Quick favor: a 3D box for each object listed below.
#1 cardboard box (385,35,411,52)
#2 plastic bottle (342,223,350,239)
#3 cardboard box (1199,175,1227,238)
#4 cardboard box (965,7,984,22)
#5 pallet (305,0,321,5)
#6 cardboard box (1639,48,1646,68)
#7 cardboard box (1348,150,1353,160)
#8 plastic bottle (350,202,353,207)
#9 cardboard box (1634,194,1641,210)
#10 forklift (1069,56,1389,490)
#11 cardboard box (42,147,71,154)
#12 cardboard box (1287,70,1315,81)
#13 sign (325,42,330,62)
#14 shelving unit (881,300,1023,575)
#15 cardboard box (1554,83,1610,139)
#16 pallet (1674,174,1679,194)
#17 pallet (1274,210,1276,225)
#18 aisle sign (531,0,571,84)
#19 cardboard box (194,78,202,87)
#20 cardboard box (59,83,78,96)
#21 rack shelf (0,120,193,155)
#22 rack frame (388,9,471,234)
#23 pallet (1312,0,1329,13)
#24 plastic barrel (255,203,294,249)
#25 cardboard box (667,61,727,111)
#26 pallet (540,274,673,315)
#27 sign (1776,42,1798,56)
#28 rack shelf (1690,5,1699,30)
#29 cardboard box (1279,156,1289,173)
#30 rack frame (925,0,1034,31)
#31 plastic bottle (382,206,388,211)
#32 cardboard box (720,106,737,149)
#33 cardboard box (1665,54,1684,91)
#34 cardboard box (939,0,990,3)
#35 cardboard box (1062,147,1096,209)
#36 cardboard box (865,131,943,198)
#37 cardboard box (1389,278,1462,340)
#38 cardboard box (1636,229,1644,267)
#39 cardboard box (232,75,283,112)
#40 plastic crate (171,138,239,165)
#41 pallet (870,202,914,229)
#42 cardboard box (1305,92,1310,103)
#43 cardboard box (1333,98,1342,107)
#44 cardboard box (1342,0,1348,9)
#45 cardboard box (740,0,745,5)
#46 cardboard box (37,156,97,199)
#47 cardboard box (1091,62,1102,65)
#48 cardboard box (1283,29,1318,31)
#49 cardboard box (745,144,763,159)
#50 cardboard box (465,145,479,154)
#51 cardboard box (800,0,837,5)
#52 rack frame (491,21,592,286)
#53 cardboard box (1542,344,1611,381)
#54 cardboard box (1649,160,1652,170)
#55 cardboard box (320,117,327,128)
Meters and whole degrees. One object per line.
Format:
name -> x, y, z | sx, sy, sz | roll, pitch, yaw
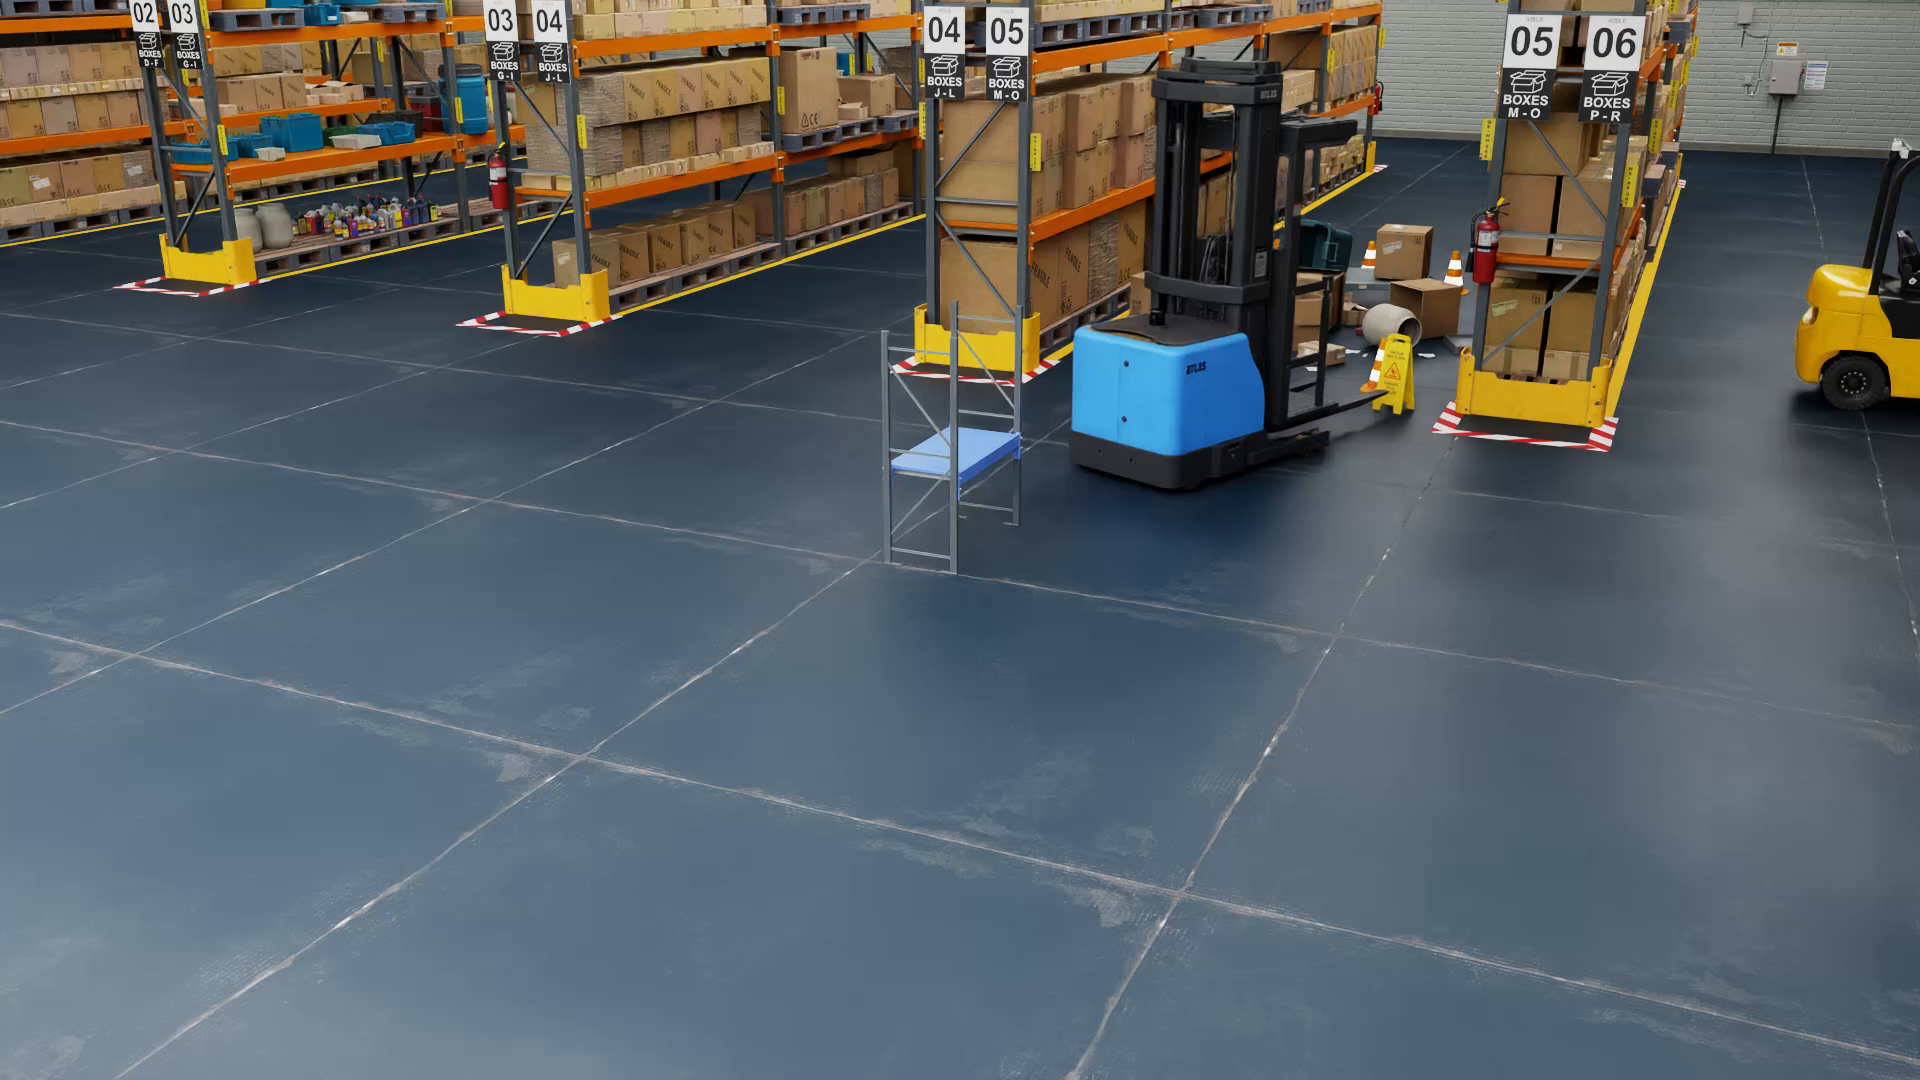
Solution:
cardboard box -> -12.131, -10.249, 34.864 | 0.980, 0.700, 0.700 | 7, 21, 20
plastic bottle -> -7.767, -3.902, 20.985 | 0.097, 0.201, 0.097 | 0, 20, 0
cardboard box -> 2.755, -4.221, 21.093 | 1.050, 0.750, 0.750 | 9, 21, 24
cardboard box -> -0.007, -4.767, 15.020 | 0.380, 0.149, 0.250 | 9, 21, 23
pallet -> -10.730, -8.359, 25.802 | 1.003, 0.211, 1.213 | 10, 22, 25
cardboard box -> 5.155, -3.783, 13.027 | 0.380, 0.149, 0.250 | 9, 21, 23
cardboard box -> 6.350, -6.446, 27.801 | 0.380, 0.149, 0.250 | 9, 21, 24
plastic bottle -> -8.091, -4.328, 22.060 | 0.061, 0.283, 0.133 | 10, 22, 25
cardboard box -> 6.412, -3.318, 16.198 | 0.380, 0.149, 0.250 | 9, 22, 24
forklift -> 2.230, -2.137, 12.603 | 3.031, 2.935, 1.130 | -18, 26, -40
cardboard box -> -15.539, -6.625, 28.194 | 0.700, 0.500, 0.500 | 9, 21, 23
cardboard box -> 5.093, -6.958, 24.918 | 0.380, 0.149, 0.250 | 10, 22, 25
sign -> -10.577, -8.177, 27.874 | 0.100, 0.325, 0.005 | 9, 21, 23
shelving unit -> -0.035, -0.681, 10.644 | 0.538, 1.500, 1.048 | 9, 21, 23
cardboard box -> 5.983, -4.207, 16.238 | 0.700, 0.500, 0.500 | 8, 21, 22
pallet -> 11.019, -5.753, 26.831 | 1.003, 0.211, 1.213 | 9, 21, 23
pallet -> 3.763, -4.450, 23.166 | 1.003, 0.211, 1.213 | 9, 21, 23
aisle sign -> -4.070, -4.956, 16.547 | 0.394, 0.787, 0.004 | 9, 21, 23
cardboard box -> -13.956, -8.381, 30.403 | 0.380, 0.149, 0.250 | 9, 22, 24
cardboard box -> -12.259, -6.145, 22.653 | 0.380, 0.149, 0.250 | 9, 22, 24
rack shelf -> -12.535, -5.424, 22.817 | 1.077, 0.370, 4.000 | 9, 21, 23
rack frame -> -7.199, -5.693, 22.501 | 1.000, 3.000, 0.127 | 9, 21, 23
pallet -> 4.730, -7.898, 24.505 | 1.213, 0.211, 1.003 | 9, 21, 23
plastic barrel -> -8.431, -3.861, 20.435 | 0.421, 0.512, 0.421 | 0, 20, 0
cardboard box -> -3.022, -5.191, 19.003 | 0.500, 0.500, 0.500 | 9, 21, 23
pallet -> -3.922, -2.744, 18.369 | 1.003, 0.211, 1.213 | 9, 21, 23
sign -> 15.454, -9.176, 31.062 | 0.339, 0.242, 0.001 | 9, 21, 23
rack shelf -> 10.456, -7.785, 24.980 | 1.077, 0.370, 4.000 | 9, 21, 23
cardboard box -> 4.367, -5.381, 23.606 | 0.500, 0.250, 0.500 | 9, 21, 23
rack frame -> 0.166, -5.906, 14.146 | 1.000, 3.000, 0.127 | 9, 21, 23
plastic bottle -> -7.514, -4.233, 21.792 | 0.061, 0.283, 0.133 | 9, 21, 23
cardboard box -> -3.157, -4.924, 19.744 | 0.875, 0.500, 0.500 | 9, 21, 23
cardboard box -> 9.683, -6.447, 22.978 | 0.500, 0.500, 0.500 | 9, 22, 24
cardboard box -> 0.111, -4.995, 15.065 | 0.500, 0.250, 0.500 | 9, 21, 23
cardboard box -> 0.826, -3.595, 16.377 | 0.875, 0.550, 0.550 | 9, 21, 23
cardboard box -> -0.740, -5.641, 24.899 | 1.225, 0.875, 0.875 | 8, 21, 20
cardboard box -> 4.681, -2.336, 16.789 | 0.500, 0.500, 0.500 | -9, 22, -24
cardboard box -> 7.464, -3.438, 19.455 | 0.950, 0.372, 0.625 | 8, 21, 22
cardboard box -> -10.966, -6.968, 25.936 | 0.500, 0.500, 0.500 | 9, 21, 23
plastic crate -> -8.905, -4.594, 19.633 | 0.499, 0.251, 0.616 | 9, 21, 23
pallet -> -1.363, -4.684, 23.824 | 1.003, 0.211, 1.213 | 9, 21, 23
cardboard box -> 4.992, -6.599, 24.796 | 0.380, 0.149, 0.250 | 9, 21, 23
cardboard box -> 5.873, -6.999, 26.548 | 0.380, 0.149, 0.250 | 9, 21, 24
cardboard box -> 5.707, -8.350, 25.719 | 0.500, 0.250, 0.500 | 8, 21, 22
cardboard box -> -2.742, -6.336, 19.460 | 0.380, 0.149, 0.250 | 9, 21, 23
cardboard box -> -12.315, -4.999, 22.905 | 0.500, 0.500, 0.500 | 9, 21, 23
cardboard box -> 2.274, -8.920, 30.234 | 0.500, 0.500, 0.500 | 9, 21, 23
cardboard box -> 5.455, -7.900, 26.621 | 0.500, 0.500, 0.500 | 9, 22, 24
cardboard box -> -2.611, -4.714, 20.123 | 0.380, 0.149, 0.250 | 9, 21, 23
cardboard box -> -9.003, -7.200, 29.812 | 0.500, 0.500, 0.500 | 8, 21, 21
cardboard box -> -2.012, -7.092, 21.176 | 0.797, 0.503, 0.637 | 10, 22, 25
rack frame -> -4.318, -3.791, 17.152 | 1.000, 3.000, 0.127 | 9, 21, 23
cardboard box -> 5.306, -1.542, 14.305 | 0.500, 0.250, 0.500 | 8, 21, 22
cardboard box -> 6.986, -3.934, 17.303 | 0.380, 0.149, 0.250 | 9, 21, 24
cardboard box -> -13.108, -8.467, 32.881 | 0.750, 0.750, 0.750 | 9, 21, 23
